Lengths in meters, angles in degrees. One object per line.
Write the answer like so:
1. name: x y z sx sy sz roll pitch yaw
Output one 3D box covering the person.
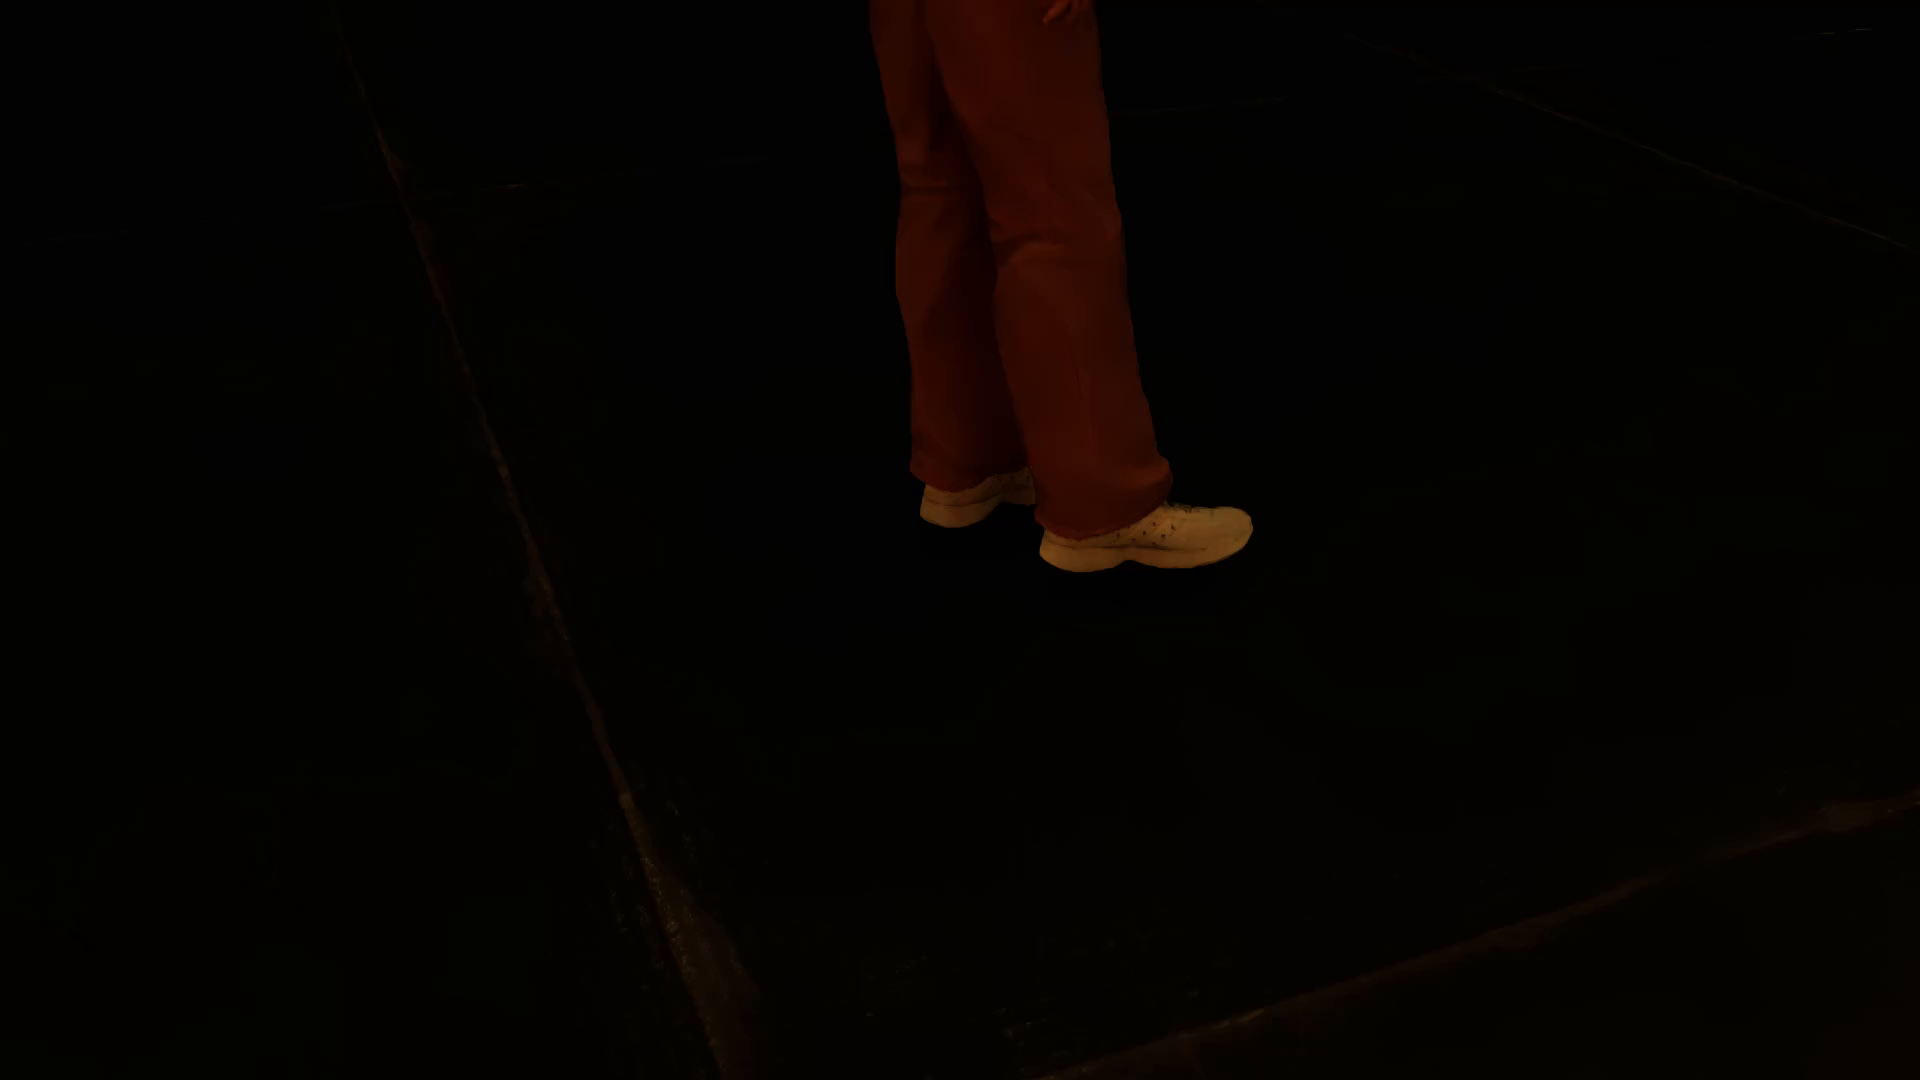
1. person: 0.072 -0.777 2.077 0.549 1.673 0.554 -11 32 -19
